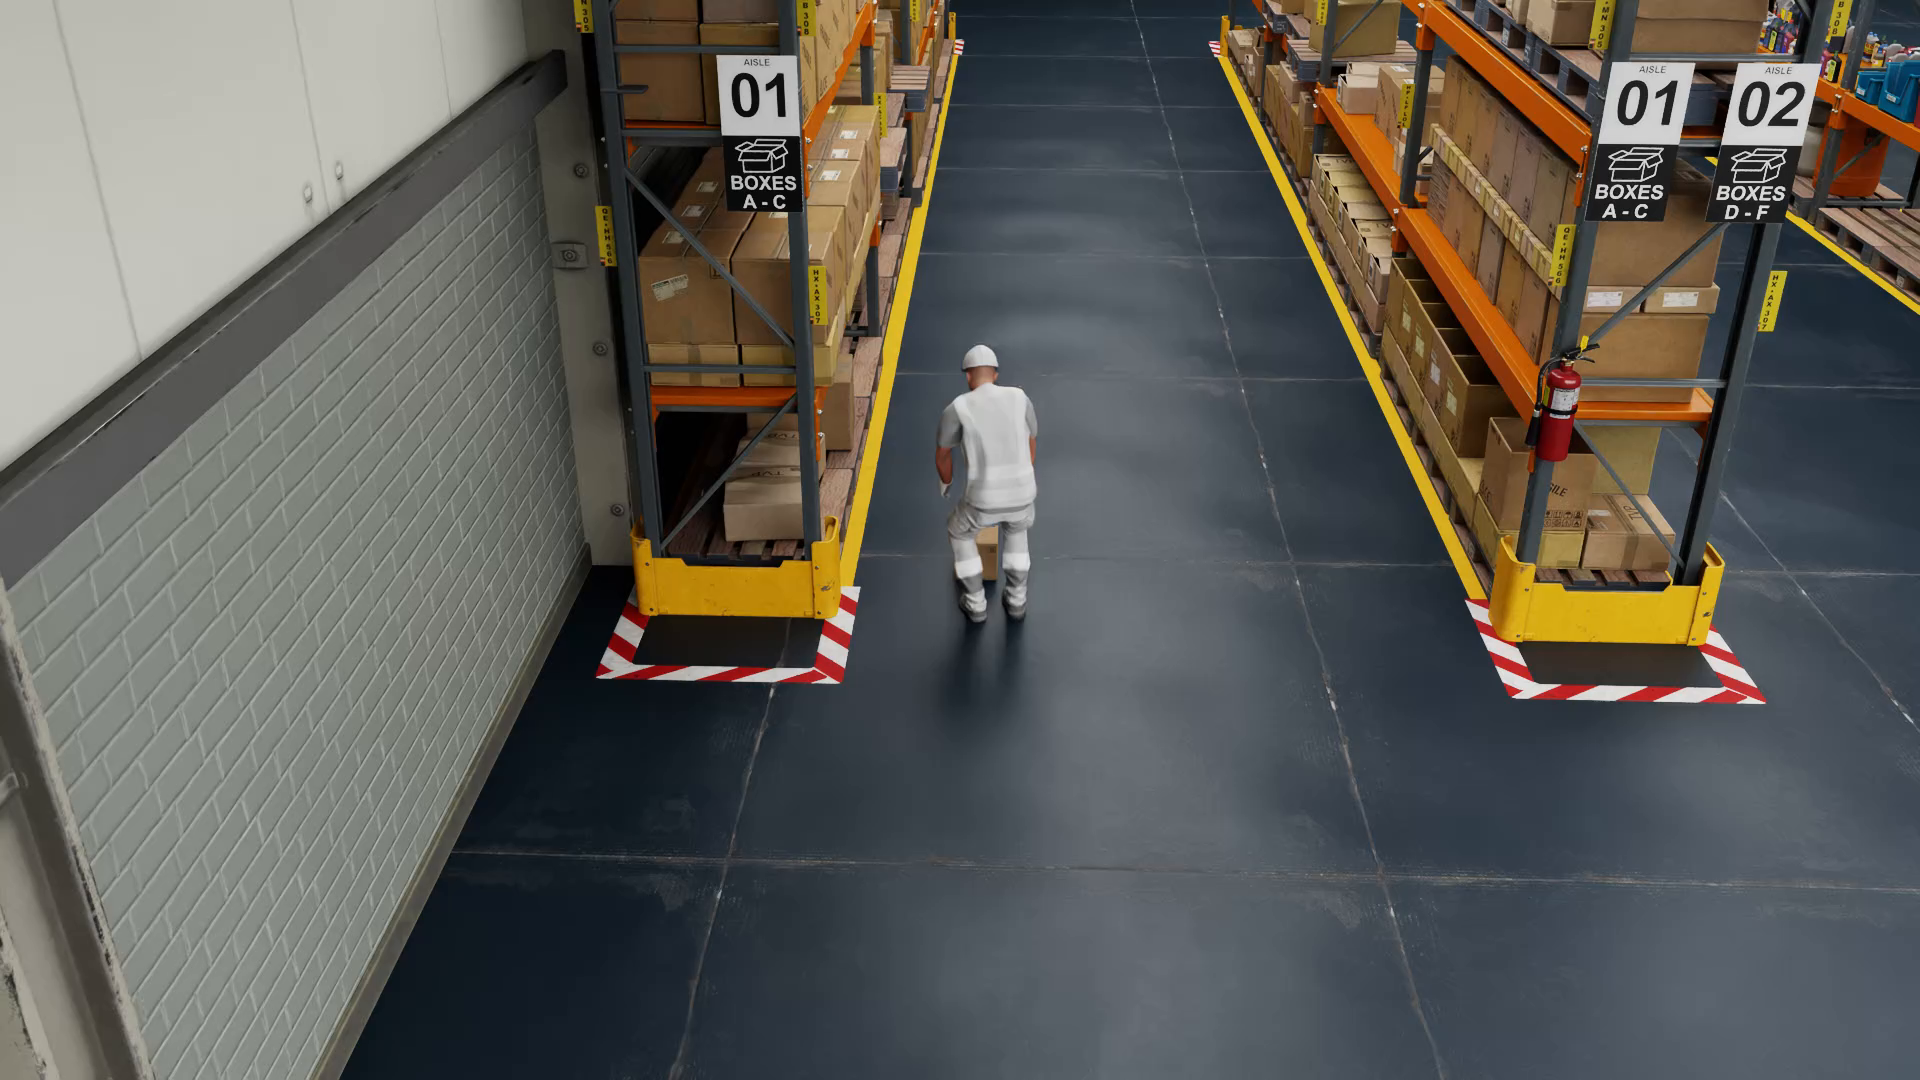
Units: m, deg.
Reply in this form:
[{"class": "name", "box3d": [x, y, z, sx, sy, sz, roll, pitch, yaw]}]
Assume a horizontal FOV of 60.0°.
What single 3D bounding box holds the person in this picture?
[{"class": "person", "box3d": [0.152, -0.298, 9.415, 0.577, 1.555, 0.667, -5, 28, -9]}]
